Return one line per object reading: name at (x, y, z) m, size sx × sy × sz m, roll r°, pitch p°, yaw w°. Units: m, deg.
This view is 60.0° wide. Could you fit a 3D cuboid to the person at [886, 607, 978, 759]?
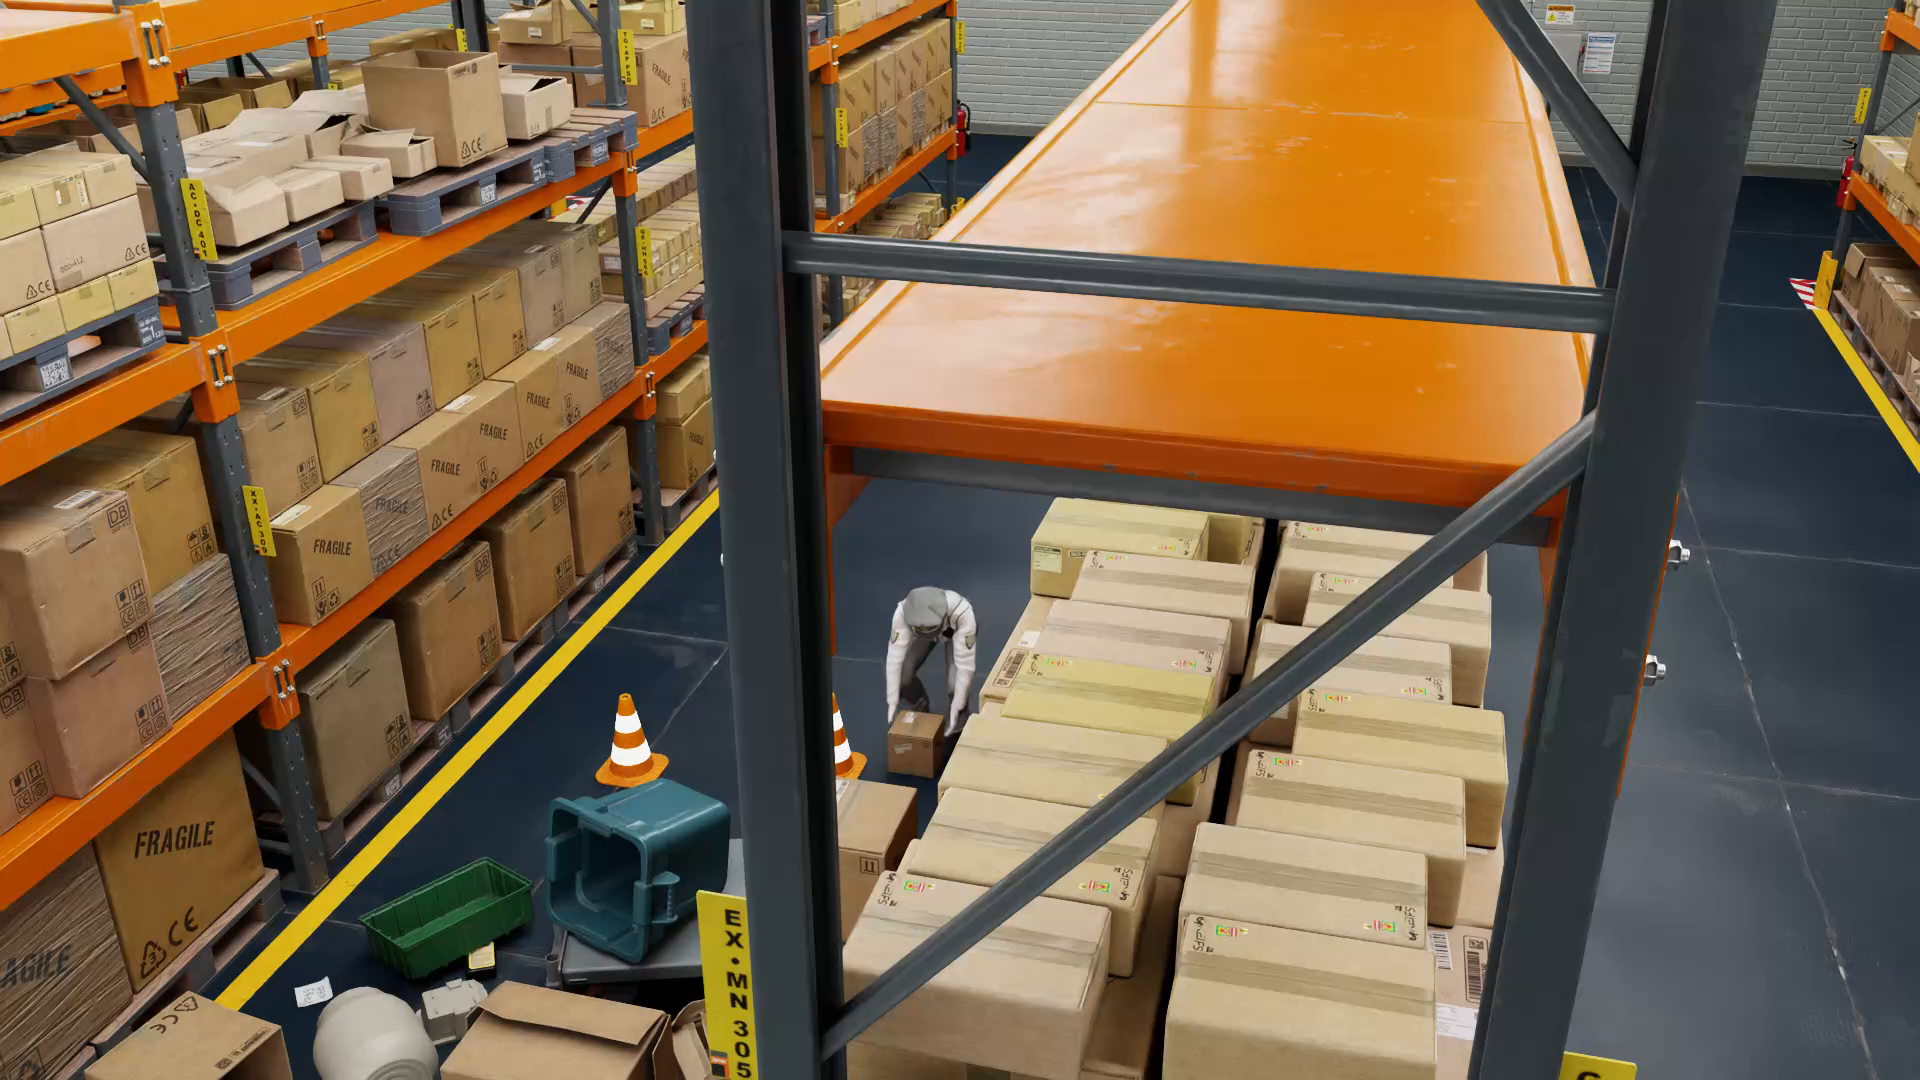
person at (-0.144, 0.687, 9.152) m, size 0.490 × 0.899 × 0.847 m, roll 6°, pitch 26°, yaw 13°
